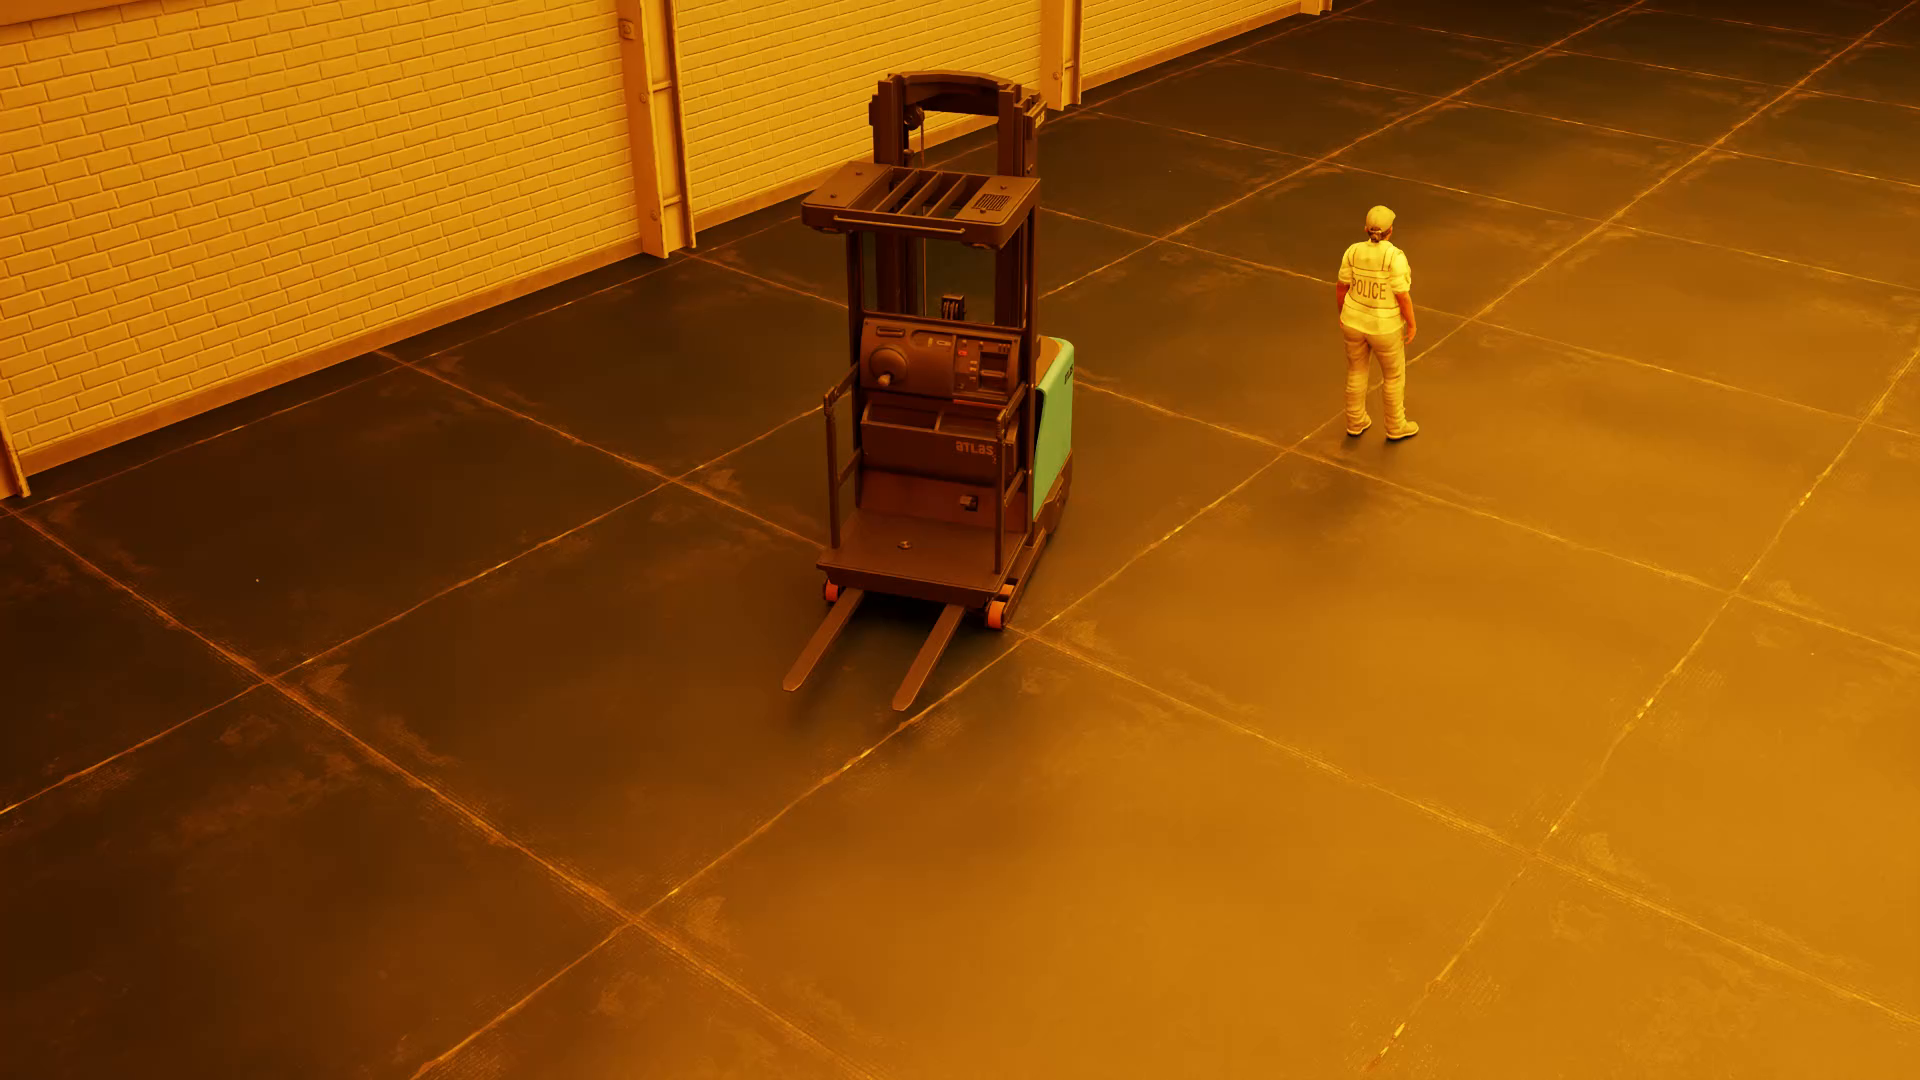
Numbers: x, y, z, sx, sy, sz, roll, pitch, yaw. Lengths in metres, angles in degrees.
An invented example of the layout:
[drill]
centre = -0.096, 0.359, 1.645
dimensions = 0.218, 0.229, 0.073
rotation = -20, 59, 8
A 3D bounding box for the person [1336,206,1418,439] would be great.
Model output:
[person]
centre = 2.885, -1.495, 11.392
dimensions = 0.599, 1.670, 0.527
rotation = 22, 37, 33

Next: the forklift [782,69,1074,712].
[forklift]
centre = -0.176, -0.972, 9.258
dimensions = 1.130, 2.935, 3.031
rotation = 9, 31, 14
